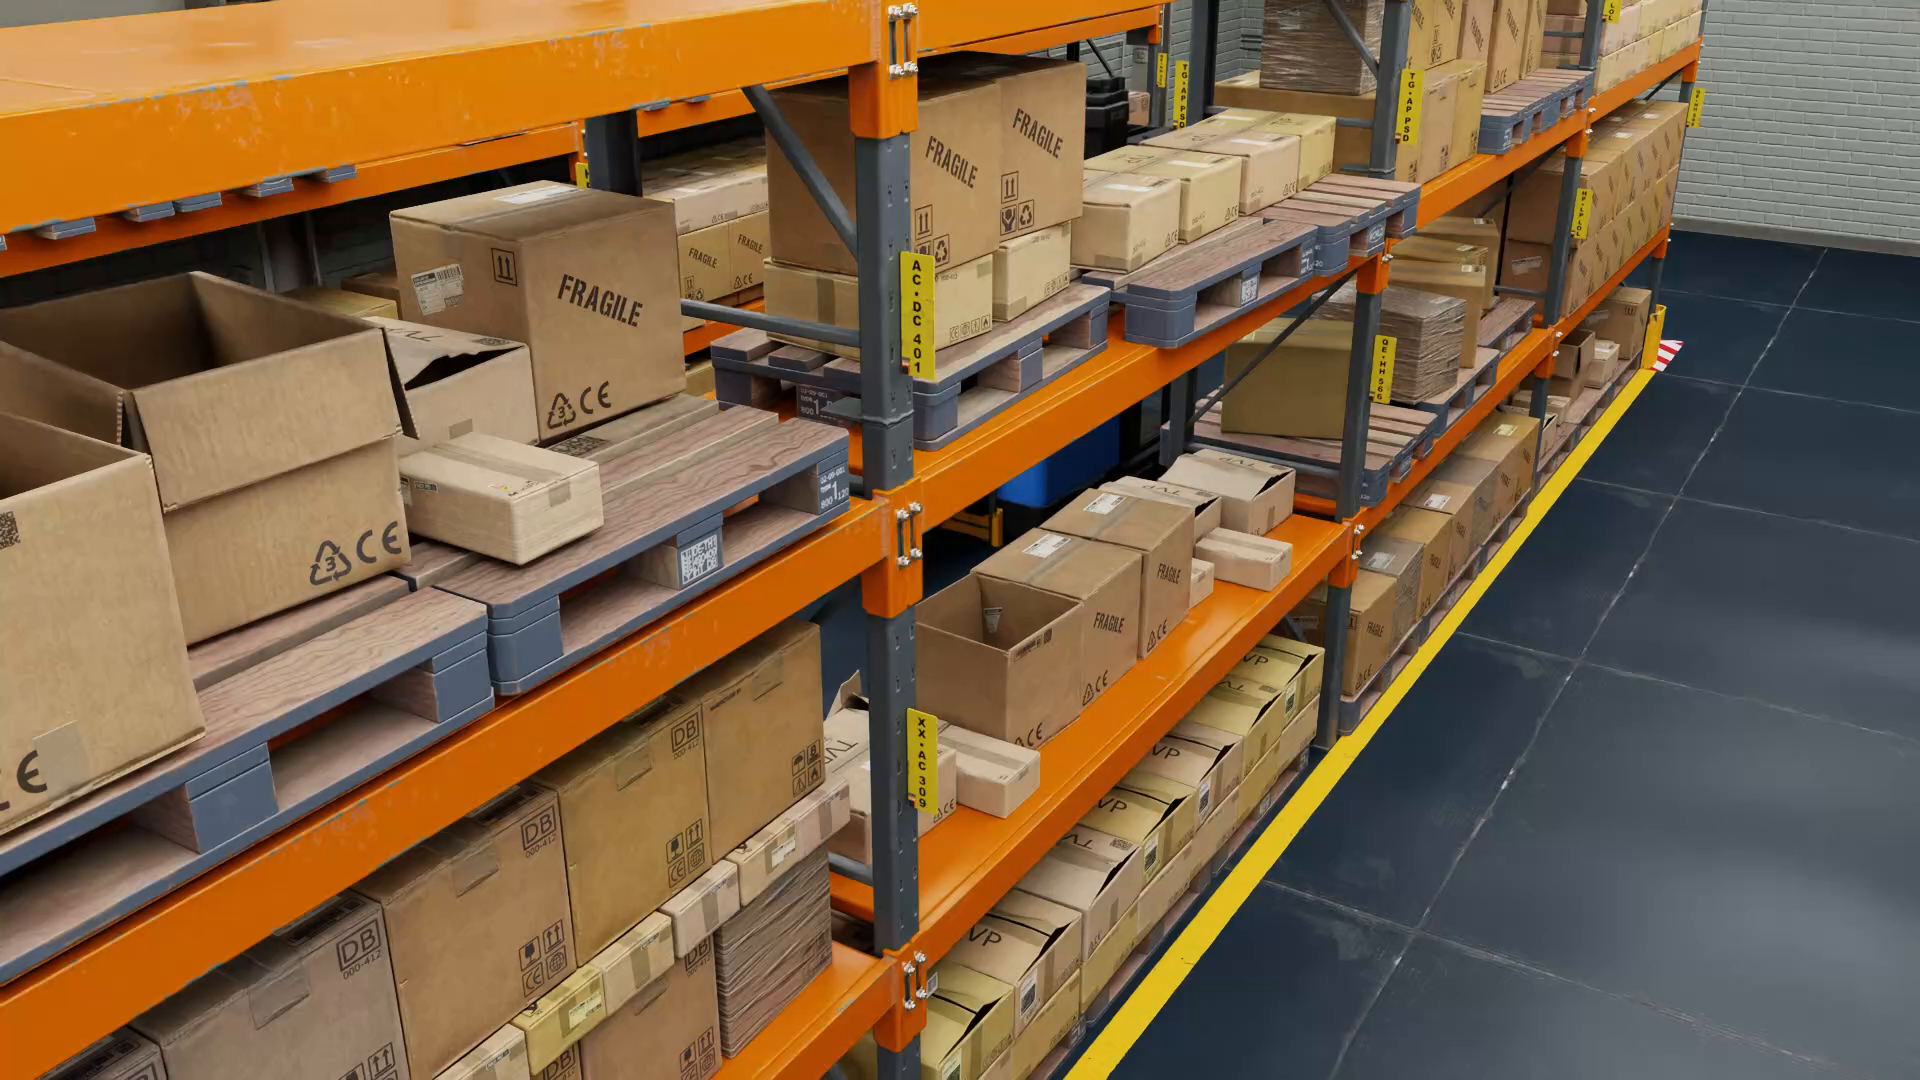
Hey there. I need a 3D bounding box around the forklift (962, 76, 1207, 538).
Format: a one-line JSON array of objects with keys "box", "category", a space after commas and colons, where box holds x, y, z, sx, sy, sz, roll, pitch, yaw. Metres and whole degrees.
[{"box": [0.950, -1.870, 11.880, 1.130, 2.935, 3.031, 15, 28, 31], "category": "forklift"}]

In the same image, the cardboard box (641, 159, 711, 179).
[{"box": [-2.112, -2.517, 11.819, 0.500, 0.250, 0.500, 13, 27, 28], "category": "cardboard box"}]

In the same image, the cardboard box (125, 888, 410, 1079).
[{"box": [-1.603, 0.977, 3.458, 0.700, 0.500, 0.500, 14, 27, 29], "category": "cardboard box"}]

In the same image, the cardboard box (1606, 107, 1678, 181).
[{"box": [5.482, -3.217, 13.521, 0.500, 0.500, 0.500, 15, 27, 30], "category": "cardboard box"}]

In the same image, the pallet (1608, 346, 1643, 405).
[{"box": [5.290, -1.516, 14.487, 1.003, 0.211, 1.213, 14, 27, 29], "category": "pallet"}]

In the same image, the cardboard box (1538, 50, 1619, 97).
[{"box": [4.106, -3.161, 11.188, 0.500, 0.250, 0.500, 14, 27, 29], "category": "cardboard box"}]

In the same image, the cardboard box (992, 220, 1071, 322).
[{"box": [0.040, -0.933, 5.514, 0.500, 0.250, 0.500, 11, 26, 24], "category": "cardboard box"}]

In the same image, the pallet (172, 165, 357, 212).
[{"box": [-3.830, -1.905, 8.334, 1.213, 0.211, 1.003, 14, 27, 29], "category": "pallet"}]

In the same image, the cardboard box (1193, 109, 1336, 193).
[{"box": [1.338, -1.726, 7.346, 0.500, 0.250, 0.500, 12, 26, 25], "category": "cardboard box"}]

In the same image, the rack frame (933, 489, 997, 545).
[{"box": [0.030, -0.713, 11.010, 0.500, 1.500, 0.032, 15, 28, 31], "category": "rack frame"}]

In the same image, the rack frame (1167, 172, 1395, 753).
[{"box": [1.529, -0.391, 8.377, 1.000, 3.000, 0.127, 14, 27, 29], "category": "rack frame"}]

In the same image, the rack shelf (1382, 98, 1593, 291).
[{"box": [2.584, -2.112, 9.483, 1.077, 0.370, 4.000, 14, 27, 29], "category": "rack shelf"}]

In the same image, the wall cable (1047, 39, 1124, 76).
[{"box": [1.411, -5.224, 18.263, 0.084, 1.984, 1.851, 14, 27, 29], "category": "wall cable"}]

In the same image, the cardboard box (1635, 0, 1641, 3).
[{"box": [4.506, -4.103, 11.792, 0.700, 0.500, 0.500, 14, 27, 29], "category": "cardboard box"}]

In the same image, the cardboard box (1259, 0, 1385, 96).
[{"box": [1.765, -2.418, 7.899, 0.500, 0.500, 0.500, 14, 27, 29], "category": "cardboard box"}]

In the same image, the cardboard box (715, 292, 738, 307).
[{"box": [-1.801, -1.739, 11.783, 0.380, 0.149, 0.250, 15, 27, 30], "category": "cardboard box"}]

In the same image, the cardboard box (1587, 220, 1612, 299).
[{"box": [4.407, -2.075, 12.142, 0.500, 0.500, 0.500, 14, 27, 30], "category": "cardboard box"}]

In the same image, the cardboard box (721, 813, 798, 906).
[{"box": [-0.674, 0.836, 4.602, 0.380, 0.149, 0.250, 13, 27, 28], "category": "cardboard box"}]

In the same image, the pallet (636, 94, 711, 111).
[{"box": [-2.386, -2.946, 10.741, 1.213, 0.211, 1.003, 15, 28, 31], "category": "pallet"}]

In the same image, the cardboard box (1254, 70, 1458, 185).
[{"box": [2.000, -2.140, 8.515, 0.910, 0.500, 0.500, 14, 27, 29], "category": "cardboard box"}]

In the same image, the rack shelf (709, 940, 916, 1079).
[{"box": [-1.635, 1.965, 3.842, 1.077, 0.370, 4.000, 14, 27, 29], "category": "rack shelf"}]

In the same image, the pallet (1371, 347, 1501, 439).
[{"box": [2.551, -0.960, 9.933, 1.003, 0.211, 1.213, 14, 27, 29], "category": "pallet"}]

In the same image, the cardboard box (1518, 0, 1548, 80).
[{"box": [3.311, -3.247, 10.419, 0.600, 0.600, 0.600, 11, 26, 24], "category": "cardboard box"}]

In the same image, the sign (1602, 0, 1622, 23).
[{"box": [4.113, -3.420, 10.453, 0.100, 0.325, 0.005, 14, 27, 29], "category": "sign"}]

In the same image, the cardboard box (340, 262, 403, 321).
[{"box": [-3.192, -1.320, 9.844, 0.700, 0.500, 0.500, 11, 26, 24], "category": "cardboard box"}]

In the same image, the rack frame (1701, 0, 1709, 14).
[{"box": [5.749, -5.844, 13.422, 1.000, 3.000, 0.127, 14, 27, 29], "category": "rack frame"}]

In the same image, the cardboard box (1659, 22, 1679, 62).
[{"box": [5.177, -3.832, 12.739, 0.500, 0.250, 0.500, 14, 27, 29], "category": "cardboard box"}]

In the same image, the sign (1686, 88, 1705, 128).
[{"box": [6.210, -3.644, 14.037, 0.100, 0.325, 0.005, 14, 27, 29], "category": "sign"}]

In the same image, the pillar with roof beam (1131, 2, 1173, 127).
[{"box": [5.886, -7.071, 16.257, 9.100, 9.000, 0.400, 14, 27, 29], "category": "pillar with roof beam"}]

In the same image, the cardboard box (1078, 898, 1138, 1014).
[{"box": [0.384, 1.597, 6.719, 0.500, 0.250, 0.500, 13, 27, 27], "category": "cardboard box"}]

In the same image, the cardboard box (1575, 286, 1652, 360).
[{"box": [5.672, -1.910, 14.480, 0.500, 0.500, 0.500, 14, 27, 29], "category": "cardboard box"}]

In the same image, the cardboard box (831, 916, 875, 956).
[{"box": [-0.610, 1.574, 6.064, 0.500, 0.311, 0.500, 14, 27, 29], "category": "cardboard box"}]

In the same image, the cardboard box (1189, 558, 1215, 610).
[{"box": [0.905, 0.167, 7.405, 0.380, 0.149, 0.250, 16, 28, 33], "category": "cardboard box"}]

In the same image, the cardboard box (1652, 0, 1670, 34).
[{"box": [4.906, -3.894, 12.254, 0.500, 0.250, 0.500, 14, 27, 29], "category": "cardboard box"}]

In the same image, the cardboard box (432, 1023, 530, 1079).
[{"box": [-1.213, 1.181, 3.805, 0.380, 0.149, 0.250, 15, 27, 30], "category": "cardboard box"}]

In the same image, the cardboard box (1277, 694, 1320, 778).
[{"box": [1.459, 0.907, 8.311, 0.500, 0.250, 0.500, 15, 27, 30], "category": "cardboard box"}]

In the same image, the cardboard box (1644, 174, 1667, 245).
[{"box": [5.474, -2.753, 13.707, 0.500, 0.500, 0.500, 14, 27, 29], "category": "cardboard box"}]

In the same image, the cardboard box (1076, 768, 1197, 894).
[{"box": [0.659, 1.165, 7.010, 0.500, 0.311, 0.500, 15, 27, 30], "category": "cardboard box"}]

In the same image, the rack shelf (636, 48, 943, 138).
[{"box": [-1.626, -3.149, 11.878, 1.077, 0.370, 4.000, 14, 27, 29], "category": "rack shelf"}]

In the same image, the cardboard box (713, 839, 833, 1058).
[{"box": [-0.809, 1.065, 4.889, 0.700, 0.500, 0.500, 13, 27, 28], "category": "cardboard box"}]

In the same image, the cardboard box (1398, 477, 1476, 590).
[{"box": [2.823, -0.063, 10.211, 0.500, 0.500, 0.500, 13, 27, 27], "category": "cardboard box"}]

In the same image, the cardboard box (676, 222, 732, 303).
[{"box": [-1.923, -1.904, 11.347, 0.500, 0.500, 0.500, 15, 28, 31], "category": "cardboard box"}]

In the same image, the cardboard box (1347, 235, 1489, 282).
[{"box": [2.891, -1.621, 10.564, 0.700, 0.500, 0.500, 19, 30, 37], "category": "cardboard box"}]

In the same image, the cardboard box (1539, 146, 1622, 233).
[{"box": [4.399, -2.520, 11.910, 0.500, 0.500, 0.500, 13, 27, 27], "category": "cardboard box"}]

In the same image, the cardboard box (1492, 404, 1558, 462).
[{"box": [4.045, -0.805, 12.165, 0.500, 0.311, 0.500, 14, 27, 29], "category": "cardboard box"}]

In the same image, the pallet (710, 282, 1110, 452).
[{"box": [-0.126, -0.630, 5.394, 0.805, 0.209, 1.217, 13, 26, 27], "category": "pallet"}]

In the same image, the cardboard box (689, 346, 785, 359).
[{"box": [-1.714, -1.149, 12.305, 0.750, 0.750, 0.750, 14, 27, 29], "category": "cardboard box"}]

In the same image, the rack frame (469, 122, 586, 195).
[{"box": [-2.681, -1.428, 10.772, 1.000, 3.000, 0.127, 14, 27, 29], "category": "rack frame"}]

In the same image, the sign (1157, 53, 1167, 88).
[{"box": [1.993, -4.649, 16.458, 0.100, 0.325, 0.005, 14, 27, 29], "category": "sign"}]

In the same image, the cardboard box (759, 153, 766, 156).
[{"box": [-1.147, -2.759, 12.379, 0.500, 0.250, 0.500, 14, 27, 30], "category": "cardboard box"}]

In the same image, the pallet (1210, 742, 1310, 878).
[{"box": [1.062, 1.159, 8.308, 1.003, 0.211, 1.213, 14, 27, 29], "category": "pallet"}]

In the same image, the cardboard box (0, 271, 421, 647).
[{"box": [-1.556, -0.192, 3.308, 0.797, 0.503, 0.637, 17, 29, 35], "category": "cardboard box"}]

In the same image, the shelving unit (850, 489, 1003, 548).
[{"box": [-0.249, -0.549, 10.629, 0.587, 1.500, 1.083, 15, 28, 31], "category": "shelving unit"}]

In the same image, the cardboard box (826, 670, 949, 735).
[{"box": [-0.273, 0.686, 6.059, 0.396, 0.266, 0.258, 13, 27, 28], "category": "cardboard box"}]
